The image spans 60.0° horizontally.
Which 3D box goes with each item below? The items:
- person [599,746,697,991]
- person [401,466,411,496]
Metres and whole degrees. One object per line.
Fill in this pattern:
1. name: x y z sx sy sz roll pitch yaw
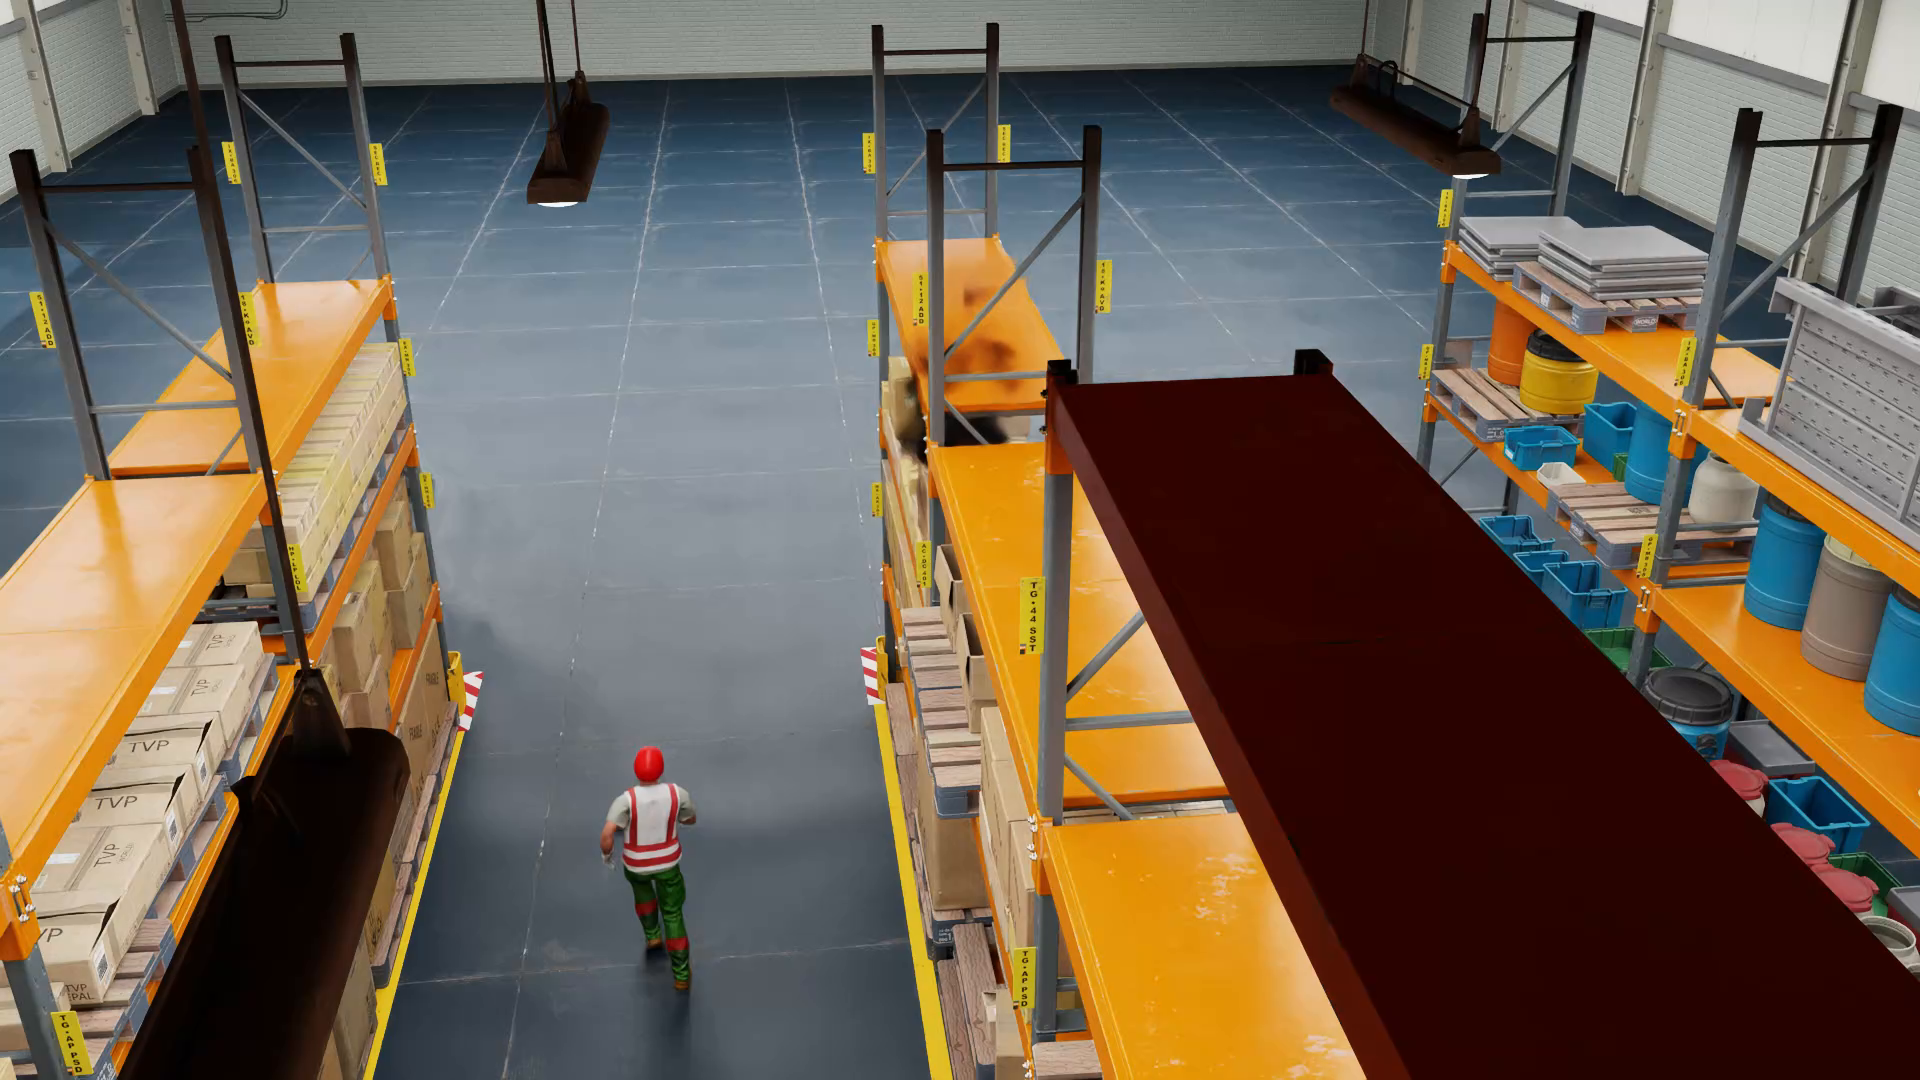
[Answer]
1. person: -2.156 2.283 11.653 0.673 1.820 0.902 -5 26 -11
2. person: -5.889 -0.287 17.164 0.678 1.707 0.796 -21 32 -37
